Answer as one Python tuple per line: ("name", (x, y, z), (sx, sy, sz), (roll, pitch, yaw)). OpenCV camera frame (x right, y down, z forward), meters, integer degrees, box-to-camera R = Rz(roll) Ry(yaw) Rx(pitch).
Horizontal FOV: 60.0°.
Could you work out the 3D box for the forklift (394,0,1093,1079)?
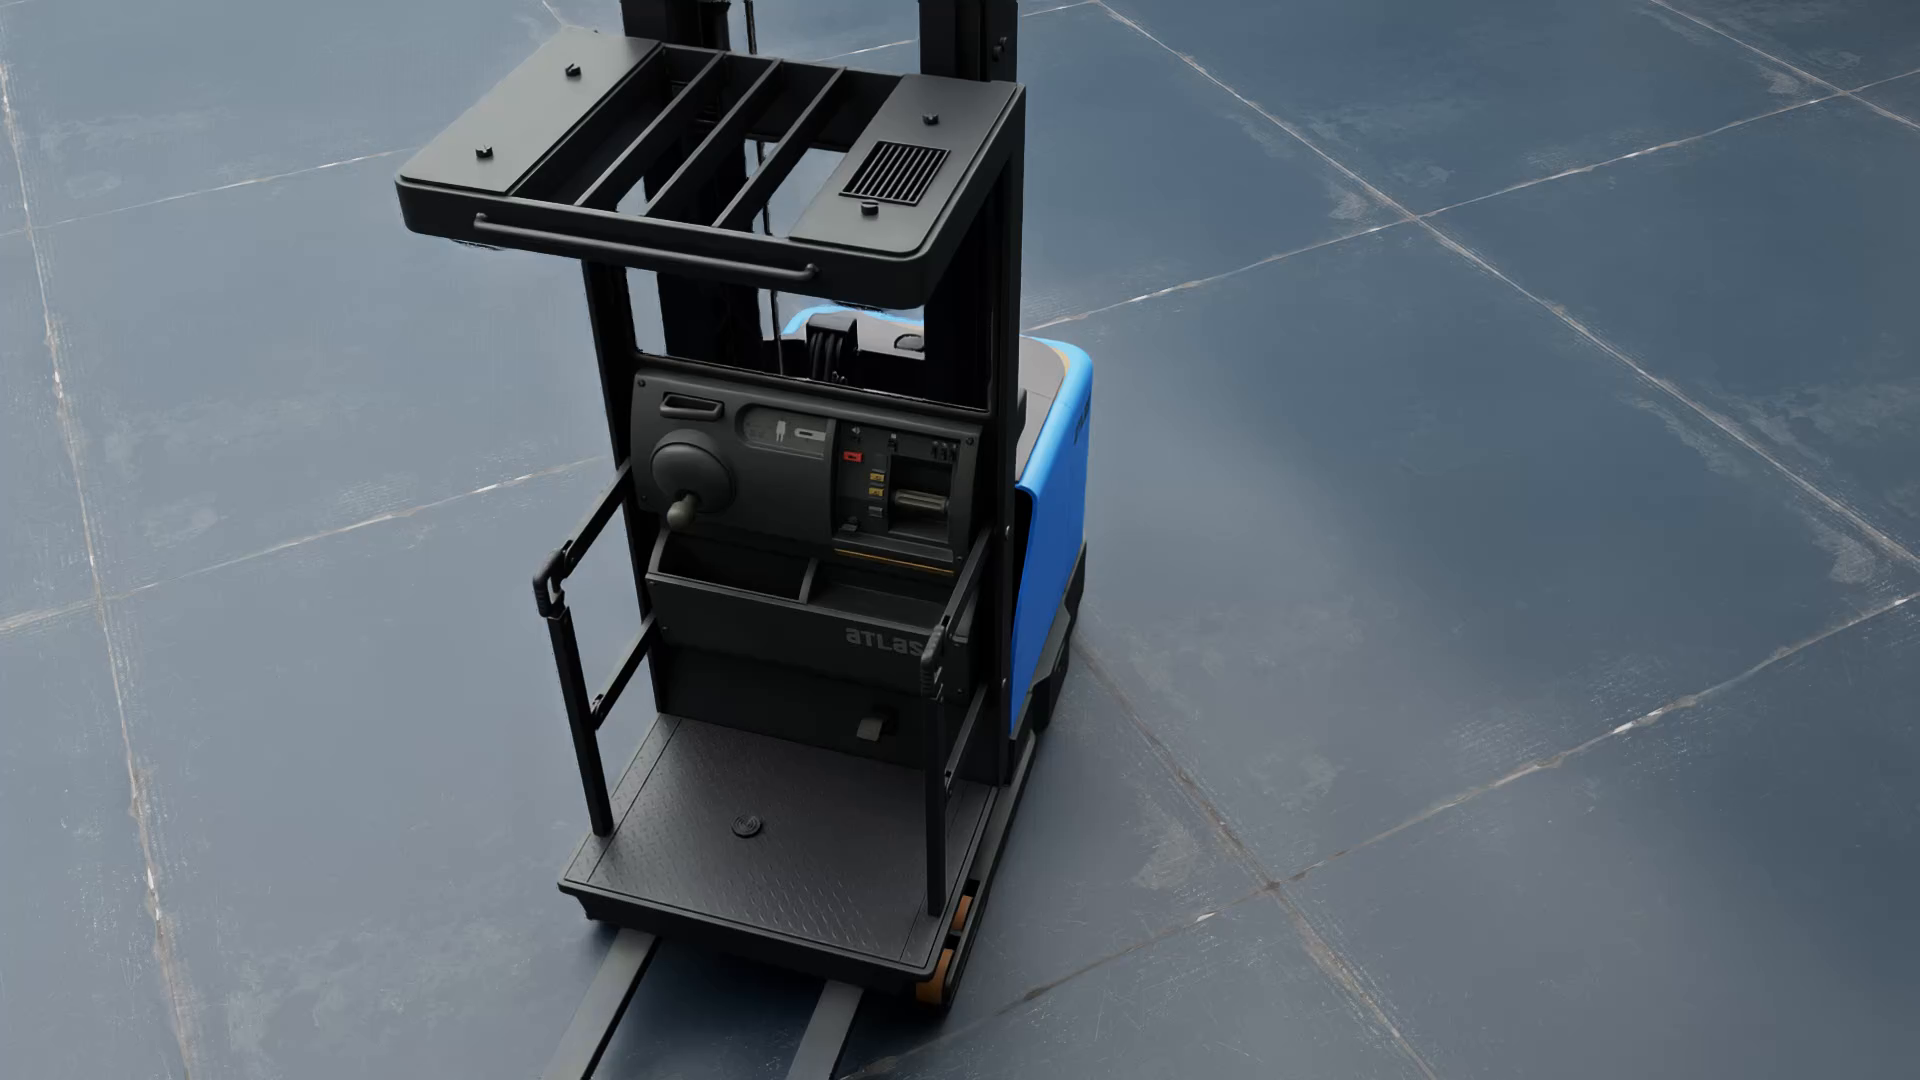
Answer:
("forklift", (-0.464, -0.098, 4.097), (1.130, 2.935, 3.031), (11, 41, 12))
